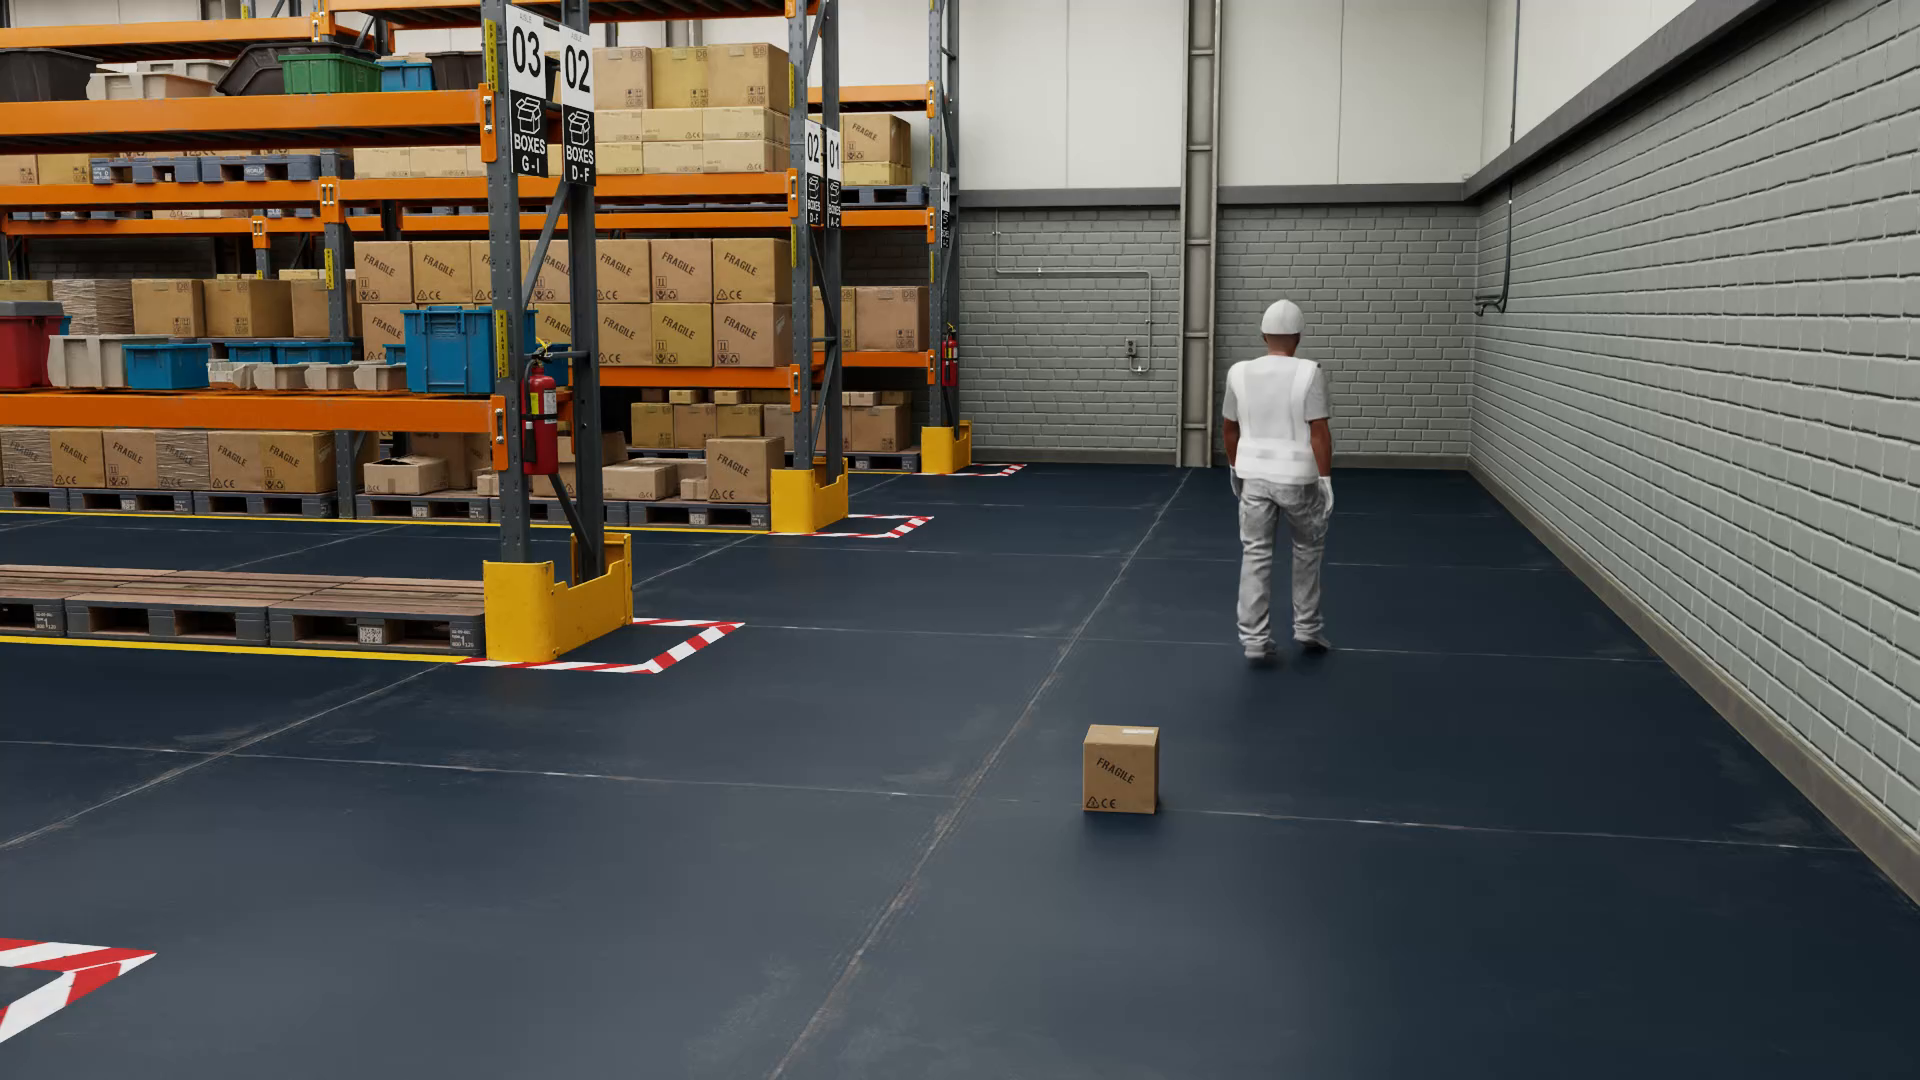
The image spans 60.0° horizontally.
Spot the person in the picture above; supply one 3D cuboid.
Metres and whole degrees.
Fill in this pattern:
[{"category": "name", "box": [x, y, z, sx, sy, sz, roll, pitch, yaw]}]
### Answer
[{"category": "person", "box": [1.627, -0.289, 8.364, 0.596, 1.818, 0.755, 4, 9, 25]}]
